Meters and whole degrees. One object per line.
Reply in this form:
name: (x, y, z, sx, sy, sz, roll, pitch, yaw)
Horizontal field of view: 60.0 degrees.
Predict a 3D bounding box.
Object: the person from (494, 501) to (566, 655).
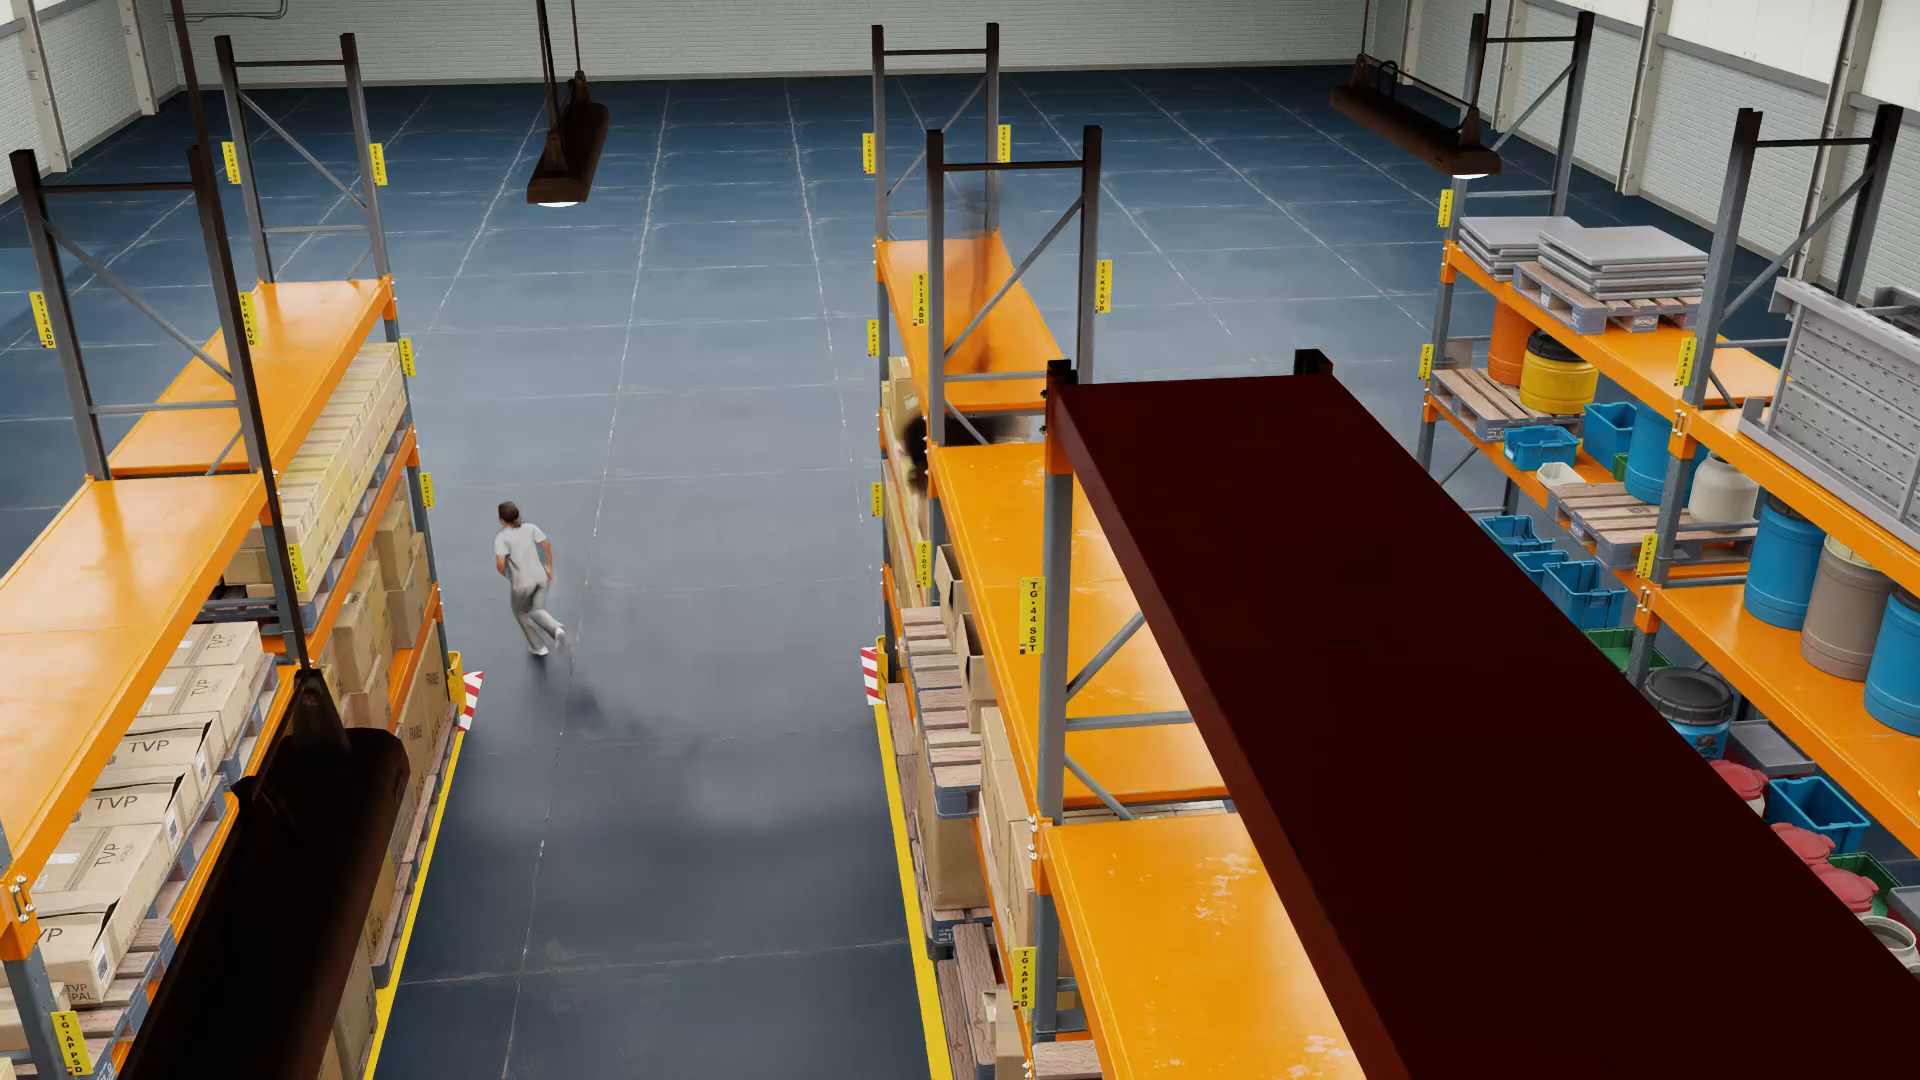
person: (-4.047, 0.455, 15.753, 0.791, 1.613, 0.559, 19, 31, 34)
